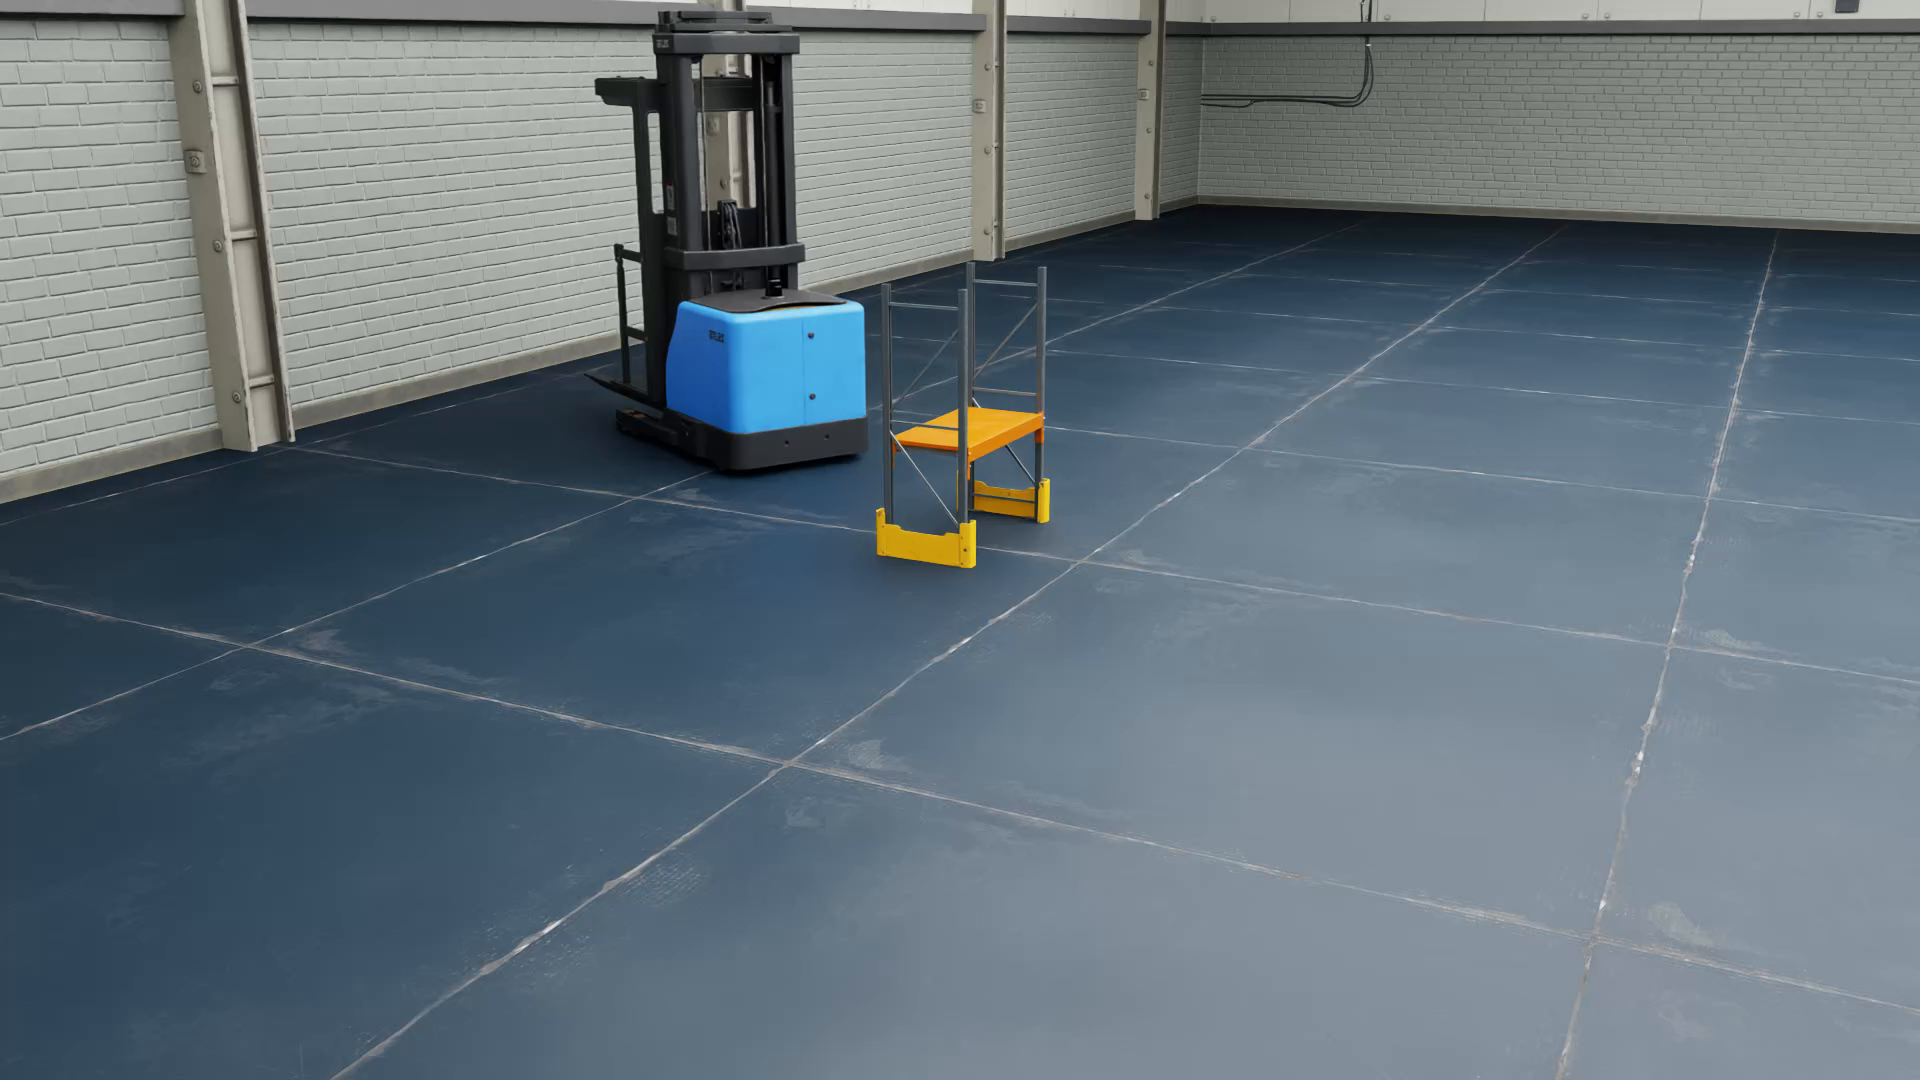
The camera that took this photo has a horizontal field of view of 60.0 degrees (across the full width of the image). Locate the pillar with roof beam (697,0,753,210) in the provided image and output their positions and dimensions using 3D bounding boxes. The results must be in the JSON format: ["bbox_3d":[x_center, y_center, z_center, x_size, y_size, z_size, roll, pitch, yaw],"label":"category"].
[{"bbox_3d":[1.545,-5.978,13.847,9.100,9.000,0.400,8,18,25],"label":"pillar with roof beam"}]

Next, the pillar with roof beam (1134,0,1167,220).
[{"bbox_3d":[6.907,-9.035,24.138,9.100,9.000,0.400,8,18,25],"label":"pillar with roof beam"}]

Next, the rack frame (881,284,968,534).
[{"bbox_3d":[-0.189,-0.611,8.948,0.500,1.500,0.032,8,18,25],"label":"rack frame"}]

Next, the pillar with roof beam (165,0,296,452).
[{"bbox_3d":[-1.136,-4.450,8.701,9.100,9.000,0.400,8,18,25],"label":"pillar with roof beam"}]

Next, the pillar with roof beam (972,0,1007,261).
[{"bbox_3d":[4.226,-7.506,18.992,9.100,9.000,0.400,8,18,25],"label":"pillar with roof beam"}]

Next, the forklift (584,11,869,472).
[{"bbox_3d":[-1.866,-2.219,11.848,1.130,2.935,3.031,-11,20,-33],"label":"forklift"}]

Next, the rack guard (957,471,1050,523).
[{"bbox_3d":[0.257,-0.266,9.981,0.587,0.250,0.087,8,18,25],"label":"rack guard"}]

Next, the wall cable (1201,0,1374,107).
[{"bbox_3d":[5.555,-8.676,28.384,3.097,2.526,0.112,8,18,25],"label":"wall cable"}]

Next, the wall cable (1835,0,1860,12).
[{"bbox_3d":[14.041,-10.583,23.378,2.305,6.003,0.169,8,18,25],"label":"wall cable"}]

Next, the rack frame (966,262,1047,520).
[{"bbox_3d":[0.265,-0.870,9.820,0.500,1.500,0.032,8,18,25],"label":"rack frame"}]

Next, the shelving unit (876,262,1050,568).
[{"bbox_3d":[0.034,-0.738,9.376,0.587,1.500,1.083,8,18,25],"label":"shelving unit"}]

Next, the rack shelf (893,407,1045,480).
[{"bbox_3d":[0.038,-0.568,9.435,0.538,0.185,1.000,8,18,25],"label":"rack shelf"}]

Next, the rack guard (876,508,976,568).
[{"bbox_3d":[-0.188,-0.012,9.127,0.587,0.250,0.087,8,18,25],"label":"rack guard"}]
